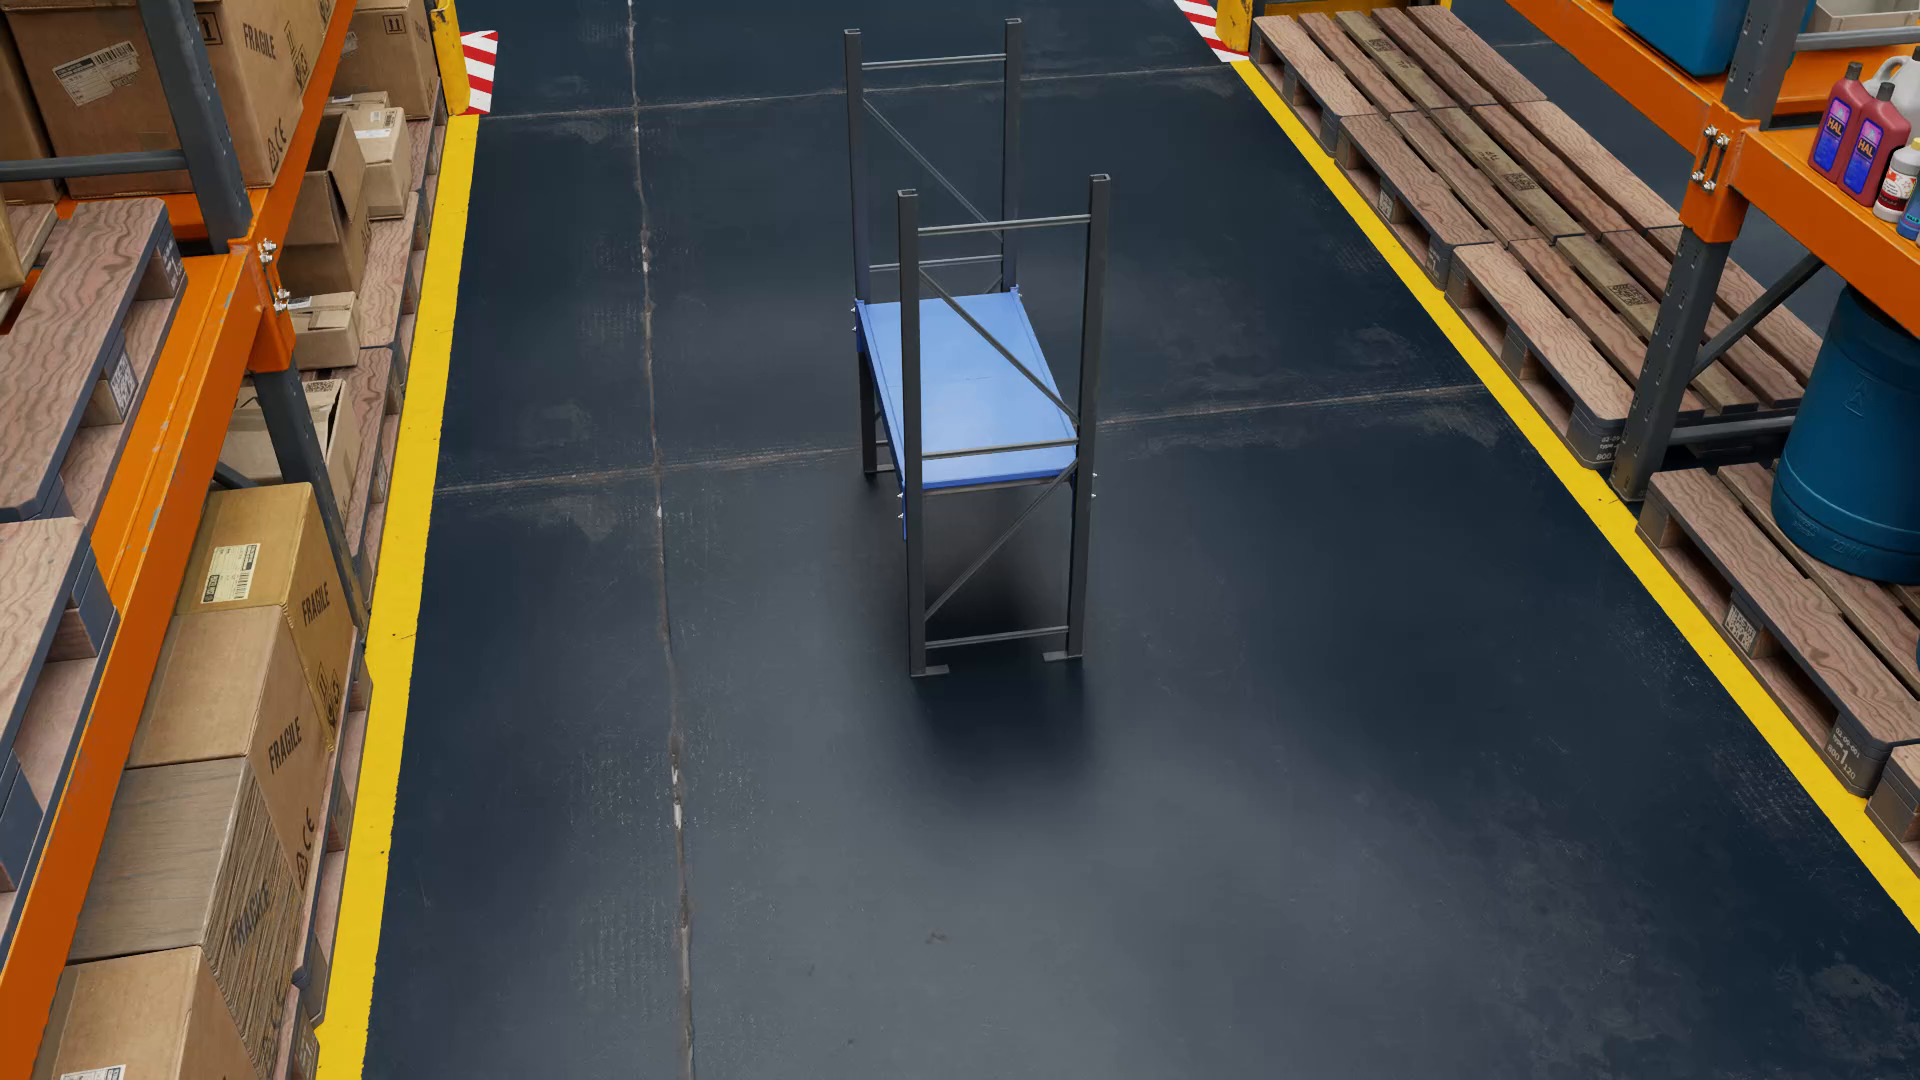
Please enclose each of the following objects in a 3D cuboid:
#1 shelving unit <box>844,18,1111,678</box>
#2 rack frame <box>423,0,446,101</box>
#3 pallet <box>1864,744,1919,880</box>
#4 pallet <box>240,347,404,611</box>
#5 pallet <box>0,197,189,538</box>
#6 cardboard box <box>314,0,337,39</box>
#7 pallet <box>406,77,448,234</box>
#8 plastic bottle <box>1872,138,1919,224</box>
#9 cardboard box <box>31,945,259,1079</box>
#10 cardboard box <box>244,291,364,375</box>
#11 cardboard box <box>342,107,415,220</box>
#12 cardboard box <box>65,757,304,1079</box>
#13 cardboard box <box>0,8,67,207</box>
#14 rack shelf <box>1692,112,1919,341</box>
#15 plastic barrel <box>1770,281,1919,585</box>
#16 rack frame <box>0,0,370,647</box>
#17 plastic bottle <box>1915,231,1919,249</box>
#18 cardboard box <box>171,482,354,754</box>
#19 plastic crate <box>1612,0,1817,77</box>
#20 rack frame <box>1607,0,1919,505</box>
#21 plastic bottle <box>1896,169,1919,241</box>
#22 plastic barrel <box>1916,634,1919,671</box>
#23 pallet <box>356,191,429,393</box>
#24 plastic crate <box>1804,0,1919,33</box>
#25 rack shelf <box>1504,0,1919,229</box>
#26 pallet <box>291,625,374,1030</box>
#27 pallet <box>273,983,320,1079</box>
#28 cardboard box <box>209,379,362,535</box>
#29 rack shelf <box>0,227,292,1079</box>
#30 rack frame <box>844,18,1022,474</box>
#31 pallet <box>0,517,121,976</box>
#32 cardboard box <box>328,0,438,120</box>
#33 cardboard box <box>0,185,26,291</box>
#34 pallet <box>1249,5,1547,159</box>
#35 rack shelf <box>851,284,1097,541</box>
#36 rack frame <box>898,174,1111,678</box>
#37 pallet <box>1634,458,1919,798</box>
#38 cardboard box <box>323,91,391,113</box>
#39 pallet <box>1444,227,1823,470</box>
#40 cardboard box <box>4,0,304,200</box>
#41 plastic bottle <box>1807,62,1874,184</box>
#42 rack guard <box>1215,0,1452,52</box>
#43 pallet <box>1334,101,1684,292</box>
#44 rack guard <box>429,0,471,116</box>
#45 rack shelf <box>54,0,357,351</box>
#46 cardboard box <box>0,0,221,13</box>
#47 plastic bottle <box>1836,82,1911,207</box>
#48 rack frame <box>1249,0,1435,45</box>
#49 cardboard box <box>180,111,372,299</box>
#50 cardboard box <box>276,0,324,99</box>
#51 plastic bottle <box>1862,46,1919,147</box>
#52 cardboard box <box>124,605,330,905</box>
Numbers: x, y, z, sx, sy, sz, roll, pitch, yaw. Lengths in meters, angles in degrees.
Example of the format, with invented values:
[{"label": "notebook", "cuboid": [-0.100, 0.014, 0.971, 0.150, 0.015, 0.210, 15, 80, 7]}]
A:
[{"label": "shelving unit", "cuboid": [0.015, -0.541, 4.724, 0.538, 1.500, 1.048, -6, 38, -8]}, {"label": "rack frame", "cuboid": [-2.938, -3.275, 7.020, 1.000, 3.000, 0.127, -6, 38, -8]}, {"label": "pallet", "cuboid": [2.952, 0.921, 3.893, 1.003, 0.211, 1.213, -6, 38, -8]}, {"label": "pallet", "cuboid": [-2.357, -0.172, 5.300, 1.003, 0.211, 1.213, -6, 38, -8]}, {"label": "pallet", "cuboid": [-2.204, -0.289, 3.333, 1.003, 0.211, 1.213, -6, 38, -8]}, {"label": "cardboard box", "cuboid": [-2.237, -1.847, 5.101, 0.500, 0.500, 0.500, -6, 38, -8]}, {"label": "pallet", "cuboid": [-2.784, -1.646, 7.197, 1.003, 0.211, 1.213, -6, 38, -8]}, {"label": "plastic bottle", "cuboid": [2.346, -0.895, 4.119, 0.097, 0.201, 0.097, 0, 38, 0]}, {"label": "cardboard box", "cuboid": [-1.611, 1.131, 3.028, 0.500, 0.500, 0.500, -7, 38, -9]}, {"label": "cardboard box", "cuboid": [-2.259, -0.712, 5.672, 0.380, 0.166, 0.250, -6, 38, -8]}, {"label": "cardboard box", "cuboid": [-2.464, -1.484, 6.598, 0.500, 0.250, 0.500, -6, 38, -8]}, {"label": "cardboard box", "cuboid": [-1.703, 0.824, 3.423, 0.500, 0.500, 0.500, -6, 38, -7]}, {"label": "cardboard box", "cuboid": [-2.577, -1.173, 4.233, 0.500, 0.500, 0.500, -6, 38, -7]}, {"label": "rack shelf", "cuboid": [2.991, 0.103, 3.259, 1.077, 0.370, 4.000, -6, 38, -8]}, {"label": "plastic barrel", "cuboid": [2.719, -0.396, 4.683, 0.600, 0.901, 0.708, -6, 38, -8]}, {"label": "rack frame", "cuboid": [-2.237, -0.859, 3.911, 1.000, 3.000, 0.127, -6, 38, -8]}, {"label": "plastic bottle", "cuboid": [2.410, -0.799, 3.934, 0.152, 0.276, 0.135, -6, 38, -8]}, {"label": "cardboard box", "cuboid": [-1.868, 0.222, 4.198, 0.500, 0.500, 0.500, -6, 38, -8]}, {"label": "plastic crate", "cuboid": [2.223, -1.652, 4.896, 0.392, 0.384, 0.575, -6, 38, -8]}, {"label": "rack frame", "cuboid": [2.640, -1.389, 4.593, 1.000, 3.000, 0.127, -6, 38, -8]}, {"label": "plastic bottle", "cuboid": [2.363, -0.864, 4.022, 0.097, 0.271, 0.097, 0, 38, 0]}, {"label": "plastic barrel", "cuboid": [2.843, 0.032, 4.132, 0.600, 0.901, 0.708, -6, 38, -8]}, {"label": "pallet", "cuboid": [-2.574, -0.911, 6.251, 1.003, 0.211, 1.213, -6, 38, -8]}, {"label": "plastic crate", "cuboid": [2.699, -1.605, 5.037, 0.396, 0.136, 0.243, -6, 38, -8]}, {"label": "rack shelf", "cuboid": [2.290, -2.313, 6.369, 1.077, 0.370, 4.000, -6, 38, -8]}, {"label": "pallet", "cuboid": [-2.057, 0.730, 4.139, 1.003, 0.211, 1.213, -6, 38, -8]}, {"label": "pallet", "cuboid": [-1.840, 1.468, 3.188, 1.003, 0.211, 1.213, -6, 38, -8]}, {"label": "cardboard box", "cuboid": [-2.098, -0.248, 4.957, 0.500, 0.311, 0.500, -6, 38, -8]}, {"label": "rack shelf", "cuboid": [-1.886, 0.633, 2.576, 1.077, 0.370, 4.000, -6, 38, -8]}, {"label": "rack frame", "cuboid": [-0.074, -0.848, 5.119, 0.500, 1.500, 0.032, -6, 38, -8]}, {"label": "pallet", "cuboid": [-1.881, 0.459, 2.371, 1.003, 0.211, 1.213, -6, 38, -8]}, {"label": "cardboard box", "cuboid": [-2.601, -2.160, 7.264, 0.500, 0.500, 0.500, -6, 38, -8]}, {"label": "cardboard box", "cuboid": [-2.374, -0.754, 3.352, 0.700, 0.500, 0.500, -19, 42, -23]}, {"label": "pallet", "cuboid": [2.045, -2.202, 7.912, 1.003, 0.211, 1.213, -6, 38, -8]}, {"label": "rack shelf", "cuboid": [0.015, -0.399, 4.834, 0.538, 0.185, 1.000, -6, 38, -8]}, {"label": "rack frame", "cuboid": [0.104, -0.234, 4.328, 0.500, 1.500, 0.032, -6, 38, -8]}, {"label": "pallet", "cuboid": [2.734, 0.182, 4.843, 1.003, 0.211, 1.213, -6, 38, -8]}, {"label": "cardboard box", "cuboid": [-2.618, -1.773, 7.039, 0.380, 0.166, 0.250, -6, 38, -8]}, {"label": "pallet", "cuboid": [2.473, -0.728, 6.015, 1.003, 0.211, 1.213, -6, 38, -8]}, {"label": "cardboard box", "cuboid": [-2.058, -1.235, 4.314, 0.500, 0.500, 0.500, -5, 38, -7]}, {"label": "plastic bottle", "cuboid": [2.284, -1.076, 4.285, 0.061, 0.283, 0.133, -6, 38, -8]}, {"label": "rack guard", "cuboid": [1.922, -2.831, 8.487, 1.175, 0.500, 0.348, -6, 38, -8]}, {"label": "pallet", "cuboid": [2.256, -1.467, 6.966, 1.003, 0.211, 1.213, -6, 38, -8]}, {"label": "rack guard", "cuboid": [-2.925, -2.242, 7.728, 1.175, 0.500, 0.348, -6, 38, -8]}, {"label": "rack shelf", "cuboid": [-2.588, -1.783, 5.686, 1.077, 0.370, 4.000, -6, 38, -8]}, {"label": "cardboard box", "cuboid": [-2.043, -1.608, 3.978, 0.500, 0.500, 0.500, -5, 38, -7]}, {"label": "plastic bottle", "cuboid": [2.308, -0.995, 4.181, 0.061, 0.283, 0.133, -6, 38, -8]}, {"label": "rack frame", "cuboid": [1.939, -3.805, 7.703, 1.000, 3.000, 0.127, -6, 38, -8]}, {"label": "cardboard box", "cuboid": [-2.572, -1.181, 6.001, 0.797, 0.503, 0.637, -6, 38, -8]}, {"label": "cardboard box", "cuboid": [-2.151, -1.544, 4.711, 0.500, 0.500, 0.500, -6, 38, -7]}, {"label": "plastic bottle", "cuboid": [2.390, -1.098, 4.259, 0.144, 0.351, 0.185, -6, 38, -8]}, {"label": "cardboard box", "cuboid": [-1.790, 0.521, 3.813, 0.500, 0.500, 0.500, -6, 38, -8]}]
